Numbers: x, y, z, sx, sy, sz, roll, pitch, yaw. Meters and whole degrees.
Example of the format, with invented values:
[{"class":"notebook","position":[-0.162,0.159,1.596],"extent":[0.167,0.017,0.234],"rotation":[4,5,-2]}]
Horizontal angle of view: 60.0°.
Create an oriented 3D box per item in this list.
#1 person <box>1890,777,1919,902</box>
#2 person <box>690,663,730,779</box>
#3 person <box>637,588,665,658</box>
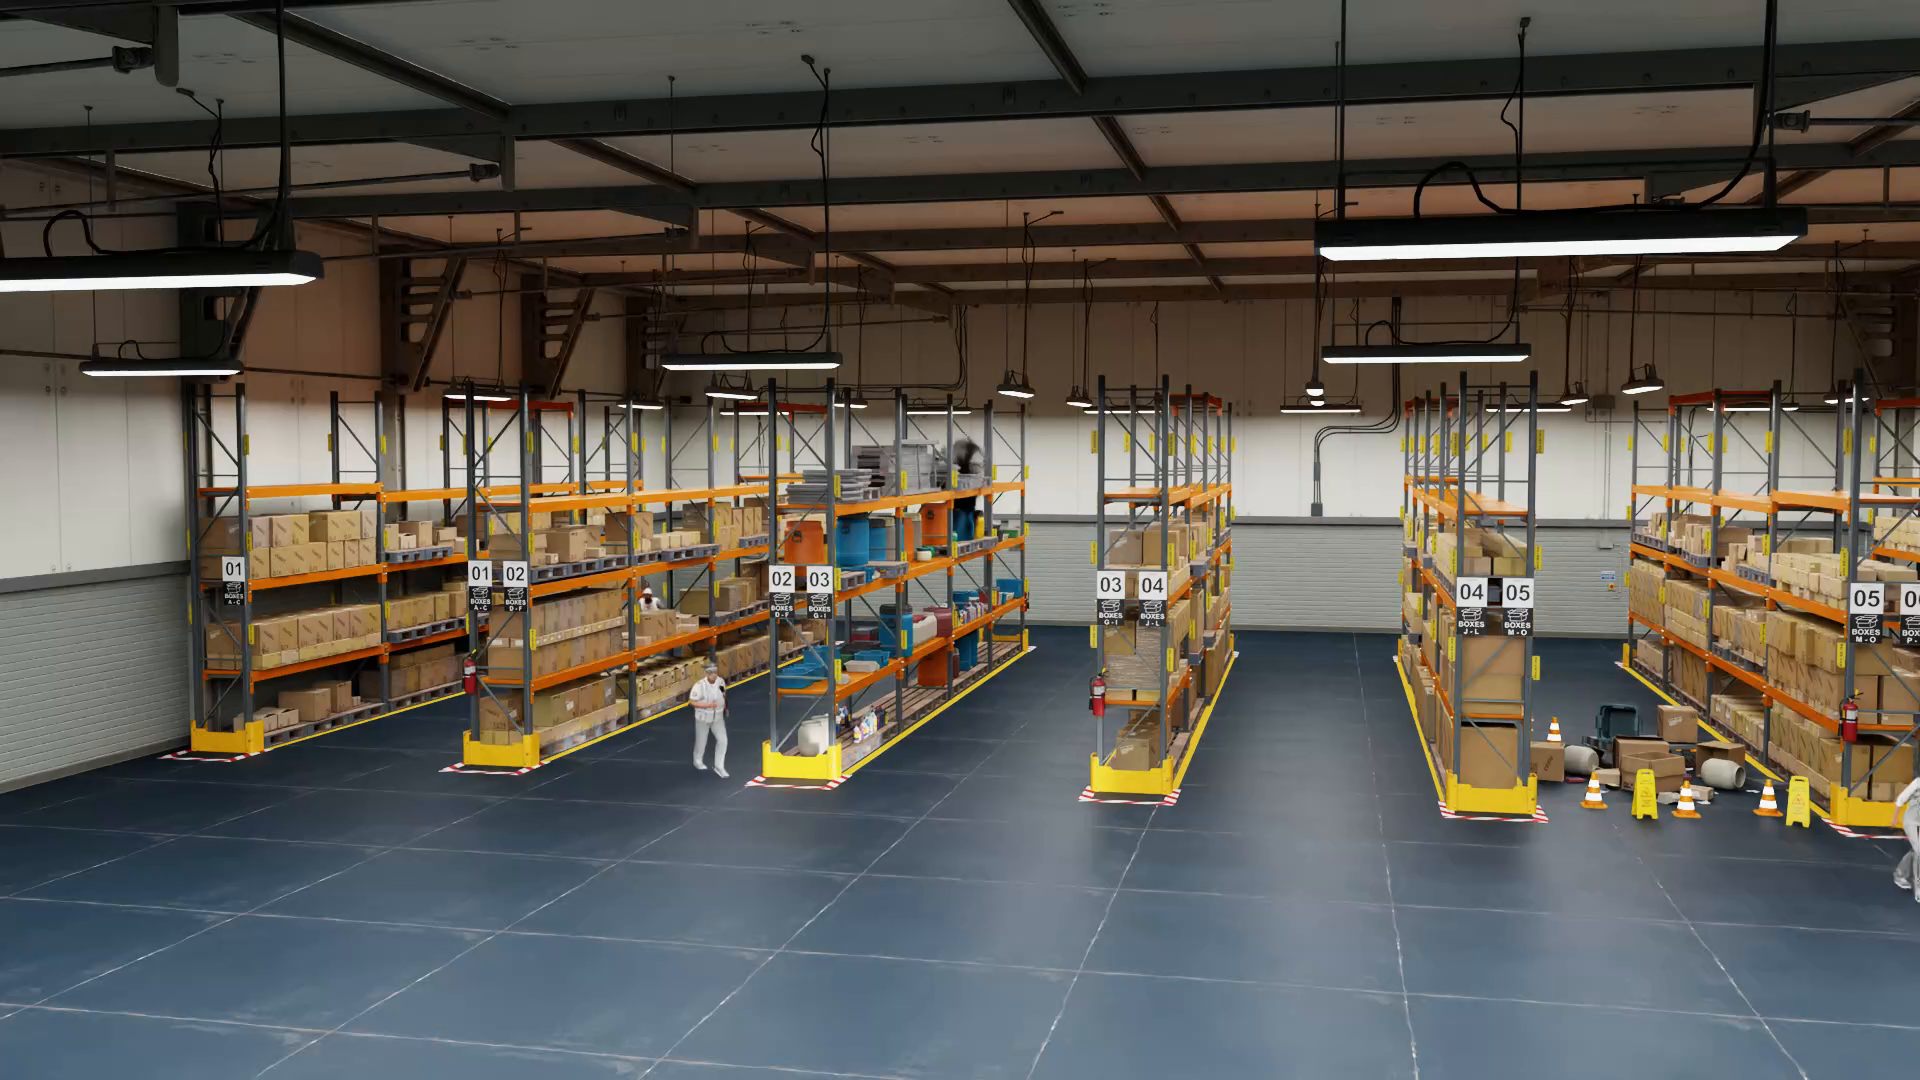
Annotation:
[{"class":"person","position":[10.651,3.182,18.489],"extent":[0.510,1.536,0.728],"rotation":[0,3,-6]},{"class":"person","position":[-3.798,2.708,25.121],"extent":[0.669,1.771,0.963],"rotation":[-2,4,-29]},{"class":"person","position":[-7.244,1.945,38.971],"extent":[0.683,1.667,0.784],"rotation":[0,3,-3]}]
